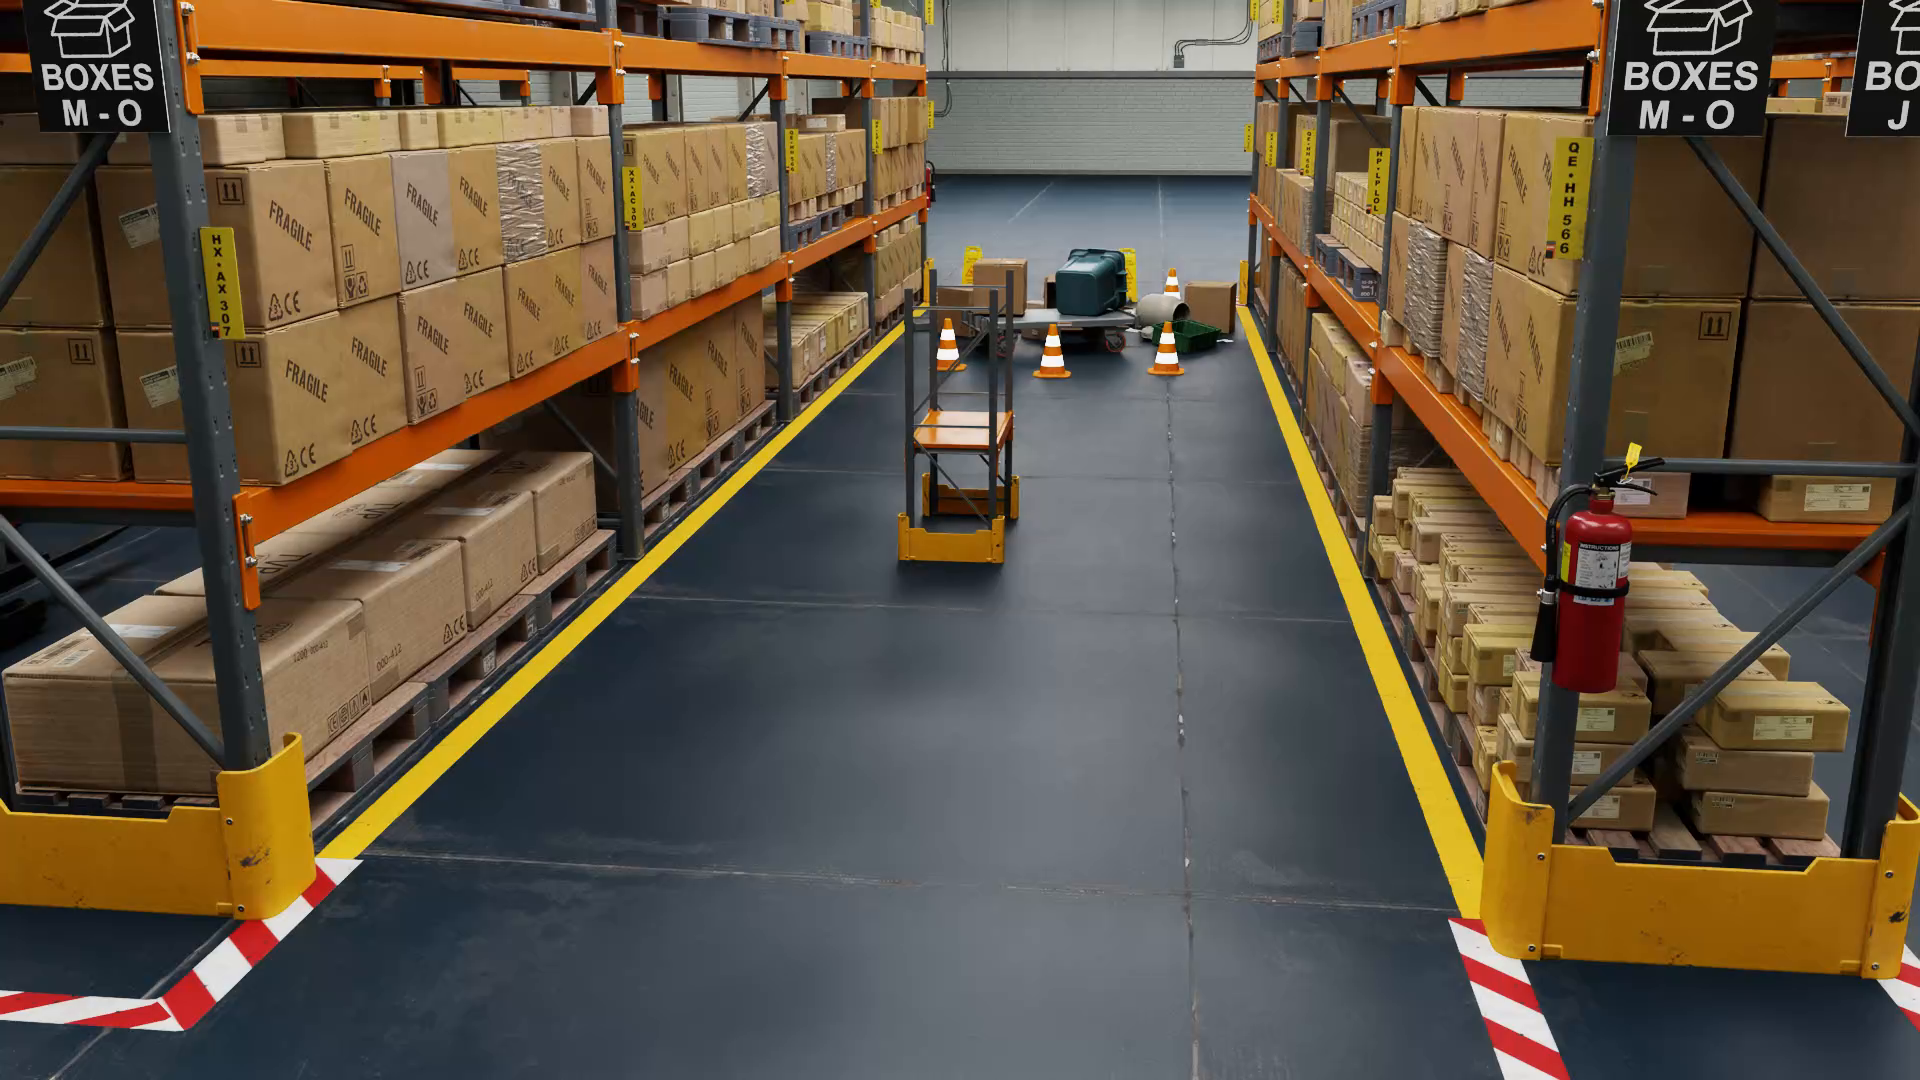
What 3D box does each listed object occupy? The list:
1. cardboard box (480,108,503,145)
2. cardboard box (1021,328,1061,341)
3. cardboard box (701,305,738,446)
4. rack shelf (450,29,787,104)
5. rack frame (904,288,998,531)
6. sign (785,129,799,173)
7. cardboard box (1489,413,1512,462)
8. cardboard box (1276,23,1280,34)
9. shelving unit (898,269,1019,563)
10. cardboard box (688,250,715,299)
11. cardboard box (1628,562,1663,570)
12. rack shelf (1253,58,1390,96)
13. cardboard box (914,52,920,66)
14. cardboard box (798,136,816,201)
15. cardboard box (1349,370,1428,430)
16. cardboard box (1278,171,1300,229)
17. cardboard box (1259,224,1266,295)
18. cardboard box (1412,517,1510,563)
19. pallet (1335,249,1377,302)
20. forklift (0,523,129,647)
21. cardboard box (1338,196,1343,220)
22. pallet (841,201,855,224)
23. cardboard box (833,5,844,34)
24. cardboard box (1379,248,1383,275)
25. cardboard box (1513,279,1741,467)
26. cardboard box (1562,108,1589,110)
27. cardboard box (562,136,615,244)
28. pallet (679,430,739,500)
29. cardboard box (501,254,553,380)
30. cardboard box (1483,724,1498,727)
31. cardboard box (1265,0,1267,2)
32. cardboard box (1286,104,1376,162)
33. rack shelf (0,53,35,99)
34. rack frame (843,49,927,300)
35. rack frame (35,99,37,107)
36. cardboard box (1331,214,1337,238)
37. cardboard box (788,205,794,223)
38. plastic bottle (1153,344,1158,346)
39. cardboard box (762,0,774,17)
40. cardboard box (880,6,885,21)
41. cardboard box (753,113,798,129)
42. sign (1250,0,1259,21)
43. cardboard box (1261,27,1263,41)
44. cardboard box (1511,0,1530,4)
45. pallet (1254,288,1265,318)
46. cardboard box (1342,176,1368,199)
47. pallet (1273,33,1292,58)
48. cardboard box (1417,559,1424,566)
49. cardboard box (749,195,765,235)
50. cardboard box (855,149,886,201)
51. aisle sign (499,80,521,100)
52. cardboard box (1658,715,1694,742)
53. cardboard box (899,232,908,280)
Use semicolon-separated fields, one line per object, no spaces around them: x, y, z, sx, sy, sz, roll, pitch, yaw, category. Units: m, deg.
-2.196;-1.779;7.144;0.380;0.149;0.250;1;15;5;cardboard box
0.857;-2.257;17.499;0.258;0.266;0.396;-10;18;-32;cardboard box
-2.084;-1.160;11.472;0.875;0.875;0.875;2;15;7;cardboard box
-2.044;-2.973;10.542;1.077;0.370;4.000;2;15;6;rack shelf
-0.048;-0.614;9.061;0.500;1.500;0.032;2;15;6;rack frame
-1.267;-2.934;12.549;0.100;0.325;0.005;2;15;6;sign
2.049;-0.364;5.742;0.380;0.149;0.250;2;15;8;cardboard box
3.314;-5.056;16.352;0.380;0.149;0.250;2;15;7;cardboard box
0.009;-0.744;9.539;0.587;1.500;1.083;2;15;6;shelving unit
-1.828;-1.654;10.320;0.500;0.250;0.500;2;15;6;cardboard box
2.667;0.154;6.863;0.380;0.149;0.250;2;15;6;cardboard box
3.788;-4.928;17.773;1.077;0.370;4.000;2;15;6;rack shelf
-0.674;-5.626;19.458;0.380;0.149;0.250;2;15;7;cardboard box
-1.486;-3.031;13.558;0.500;0.500;0.500;2;15;9;cardboard box
2.493;-0.793;9.394;0.500;0.250;0.500;1;15;5;cardboard box
3.180;-3.098;15.180;0.500;0.500;0.500;2;15;7;cardboard box
4.003;-3.345;19.554;0.875;0.875;0.875;2;15;7;cardboard box
2.229;0.004;7.417;0.380;0.149;0.250;2;15;7;cardboard box
2.929;-1.664;10.437;1.003;0.211;1.213;2;15;6;pallet
-4.997;-0.901;7.379;1.130;2.935;3.031;1;15;4;forklift
2.829;-2.307;11.553;0.380;0.149;0.250;2;15;9;cardboard box
-1.598;-3.142;15.902;1.003;0.211;1.213;2;15;6;pallet
-1.351;-4.720;15.107;0.500;0.250;0.500;2;15;7;cardboard box
2.567;-1.556;9.347;0.380;0.149;0.250;2;15;6;cardboard box
2.003;-0.513;5.049;0.500;0.500;0.500;2;15;7;cardboard box
2.751;-1.512;6.830;0.500;0.500;0.500;2;15;8;cardboard box
-2.049;-1.754;8.295;0.500;0.500;0.500;2;15;6;cardboard box
-2.123;-0.527;11.207;1.003;0.211;1.213;2;15;6;pallet
-2.163;-1.010;7.457;0.500;0.500;0.500;1;15;5;cardboard box
2.104;0.699;5.989;0.380;0.149;0.250;2;15;6;cardboard box
3.544;-5.968;18.198;0.380;0.149;0.250;1;15;5;cardboard box
3.638;-3.997;16.342;0.875;0.550;0.550;2;15;6;cardboard box
-6.977;-3.118;11.079;1.077;0.370;4.000;2;15;6;rack shelf
-0.916;-4.466;20.431;1.000;3.000;0.127;2;15;6;rack frame
-6.751;-2.536;13.295;1.000;3.000;0.127;2;15;6;rack frame
2.860;-2.243;11.886;0.380;0.149;0.250;1;15;5;cardboard box
-1.532;-2.624;13.295;0.380;0.149;0.250;1;15;3;cardboard box
2.094;-2.006;16.965;0.133;0.061;0.283;-6;16;-23;plastic bottle
-1.711;-3.989;11.920;0.797;0.503;0.637;1;15;3;cardboard box
-0.968;-5.349;16.903;0.380;0.149;0.250;1;15;4;cardboard box
-1.772;-4.025;15.991;0.380;0.149;0.250;2;15;6;cardboard box
3.463;-6.272;19.539;0.100;0.325;0.005;2;15;6;sign
3.600;-5.713;18.784;0.380;0.149;0.250;2;15;6;cardboard box
2.047;-1.830;5.226;0.500;0.250;0.500;2;15;6;cardboard box
4.001;-2.790;19.577;1.003;0.211;1.213;2;15;6;pallet
2.807;-2.393;11.301;0.380;0.149;0.250;2;15;6;cardboard box
3.665;-4.926;16.556;1.003;0.211;1.213;2;15;6;pallet
2.337;0.083;7.696;0.380;0.149;0.250;1;15;3;cardboard box
-1.675;-2.294;11.728;0.500;0.250;0.500;1;15;5;cardboard box
-1.041;-3.726;16.934;0.500;0.500;0.500;2;15;6;cardboard box
-5.549;-5.874;20.660;0.394;0.787;0.004;2;15;6;aisle sign
2.610;0.636;5.652;0.380;0.149;0.250;2;15;6;cardboard box
-0.867;-3.222;18.856;0.500;0.500;0.500;1;15;5;cardboard box
